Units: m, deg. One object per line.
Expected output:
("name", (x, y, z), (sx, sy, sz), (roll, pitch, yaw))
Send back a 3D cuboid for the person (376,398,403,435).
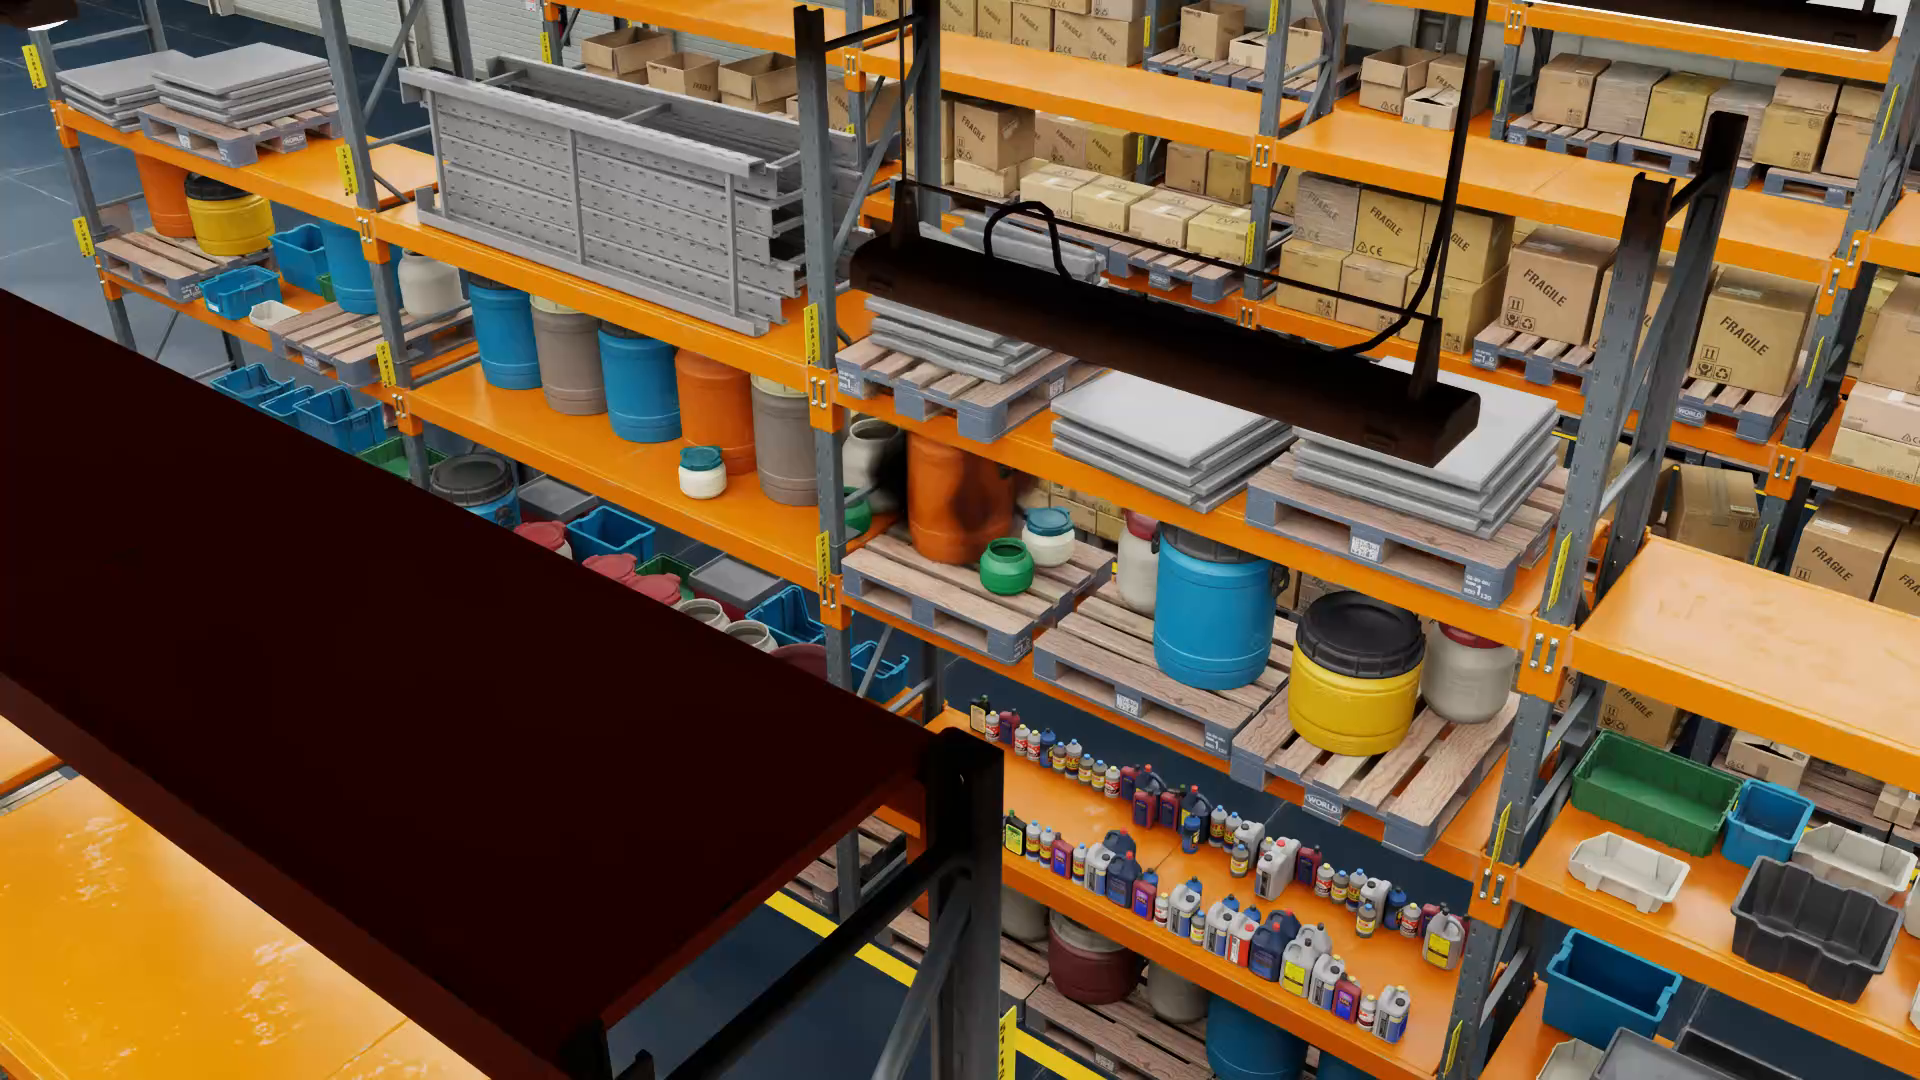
("person", (-5.836, -1.846, 16.763), (0.518, 1.724, 0.362), (15, 34, 23))
